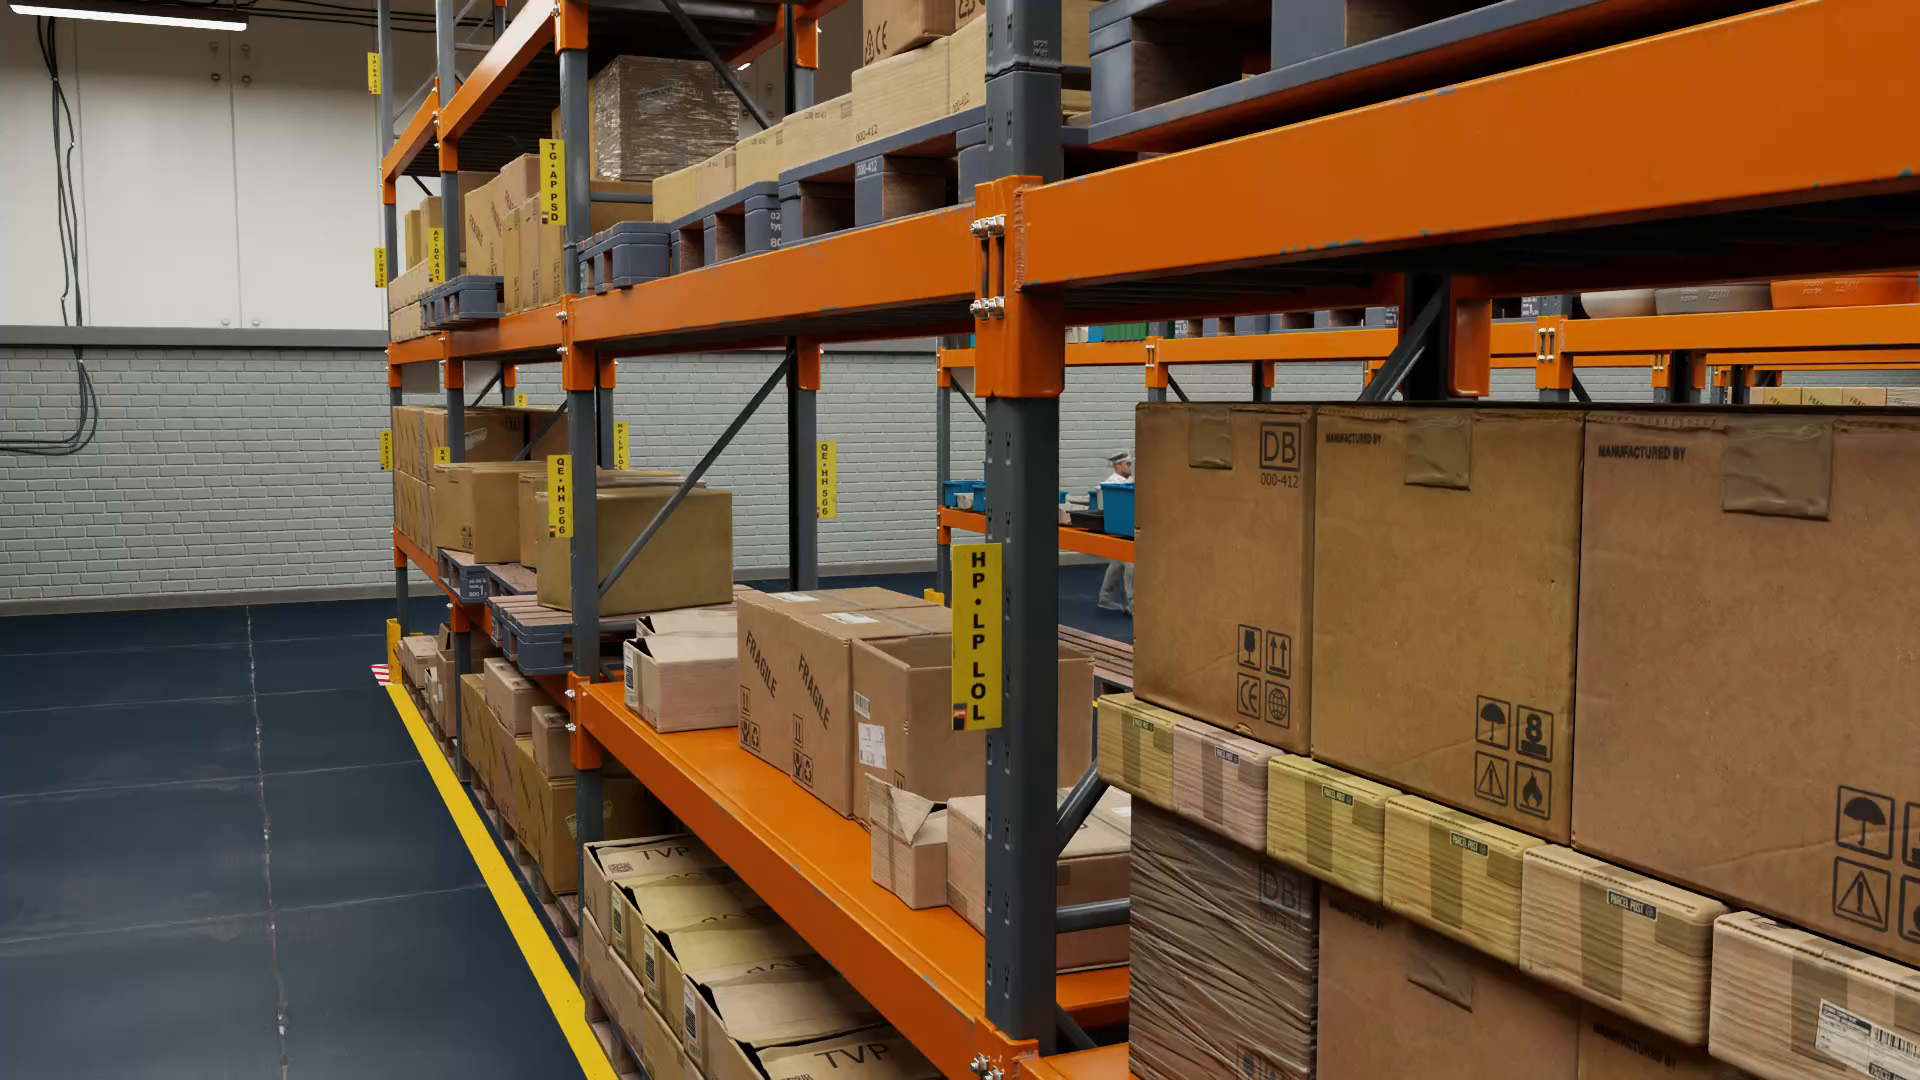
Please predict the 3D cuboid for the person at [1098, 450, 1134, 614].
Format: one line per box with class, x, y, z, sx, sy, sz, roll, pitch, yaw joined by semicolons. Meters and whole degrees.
person;1.792;-0.054;17.869;0.736;1.829;0.586;3;6;30
